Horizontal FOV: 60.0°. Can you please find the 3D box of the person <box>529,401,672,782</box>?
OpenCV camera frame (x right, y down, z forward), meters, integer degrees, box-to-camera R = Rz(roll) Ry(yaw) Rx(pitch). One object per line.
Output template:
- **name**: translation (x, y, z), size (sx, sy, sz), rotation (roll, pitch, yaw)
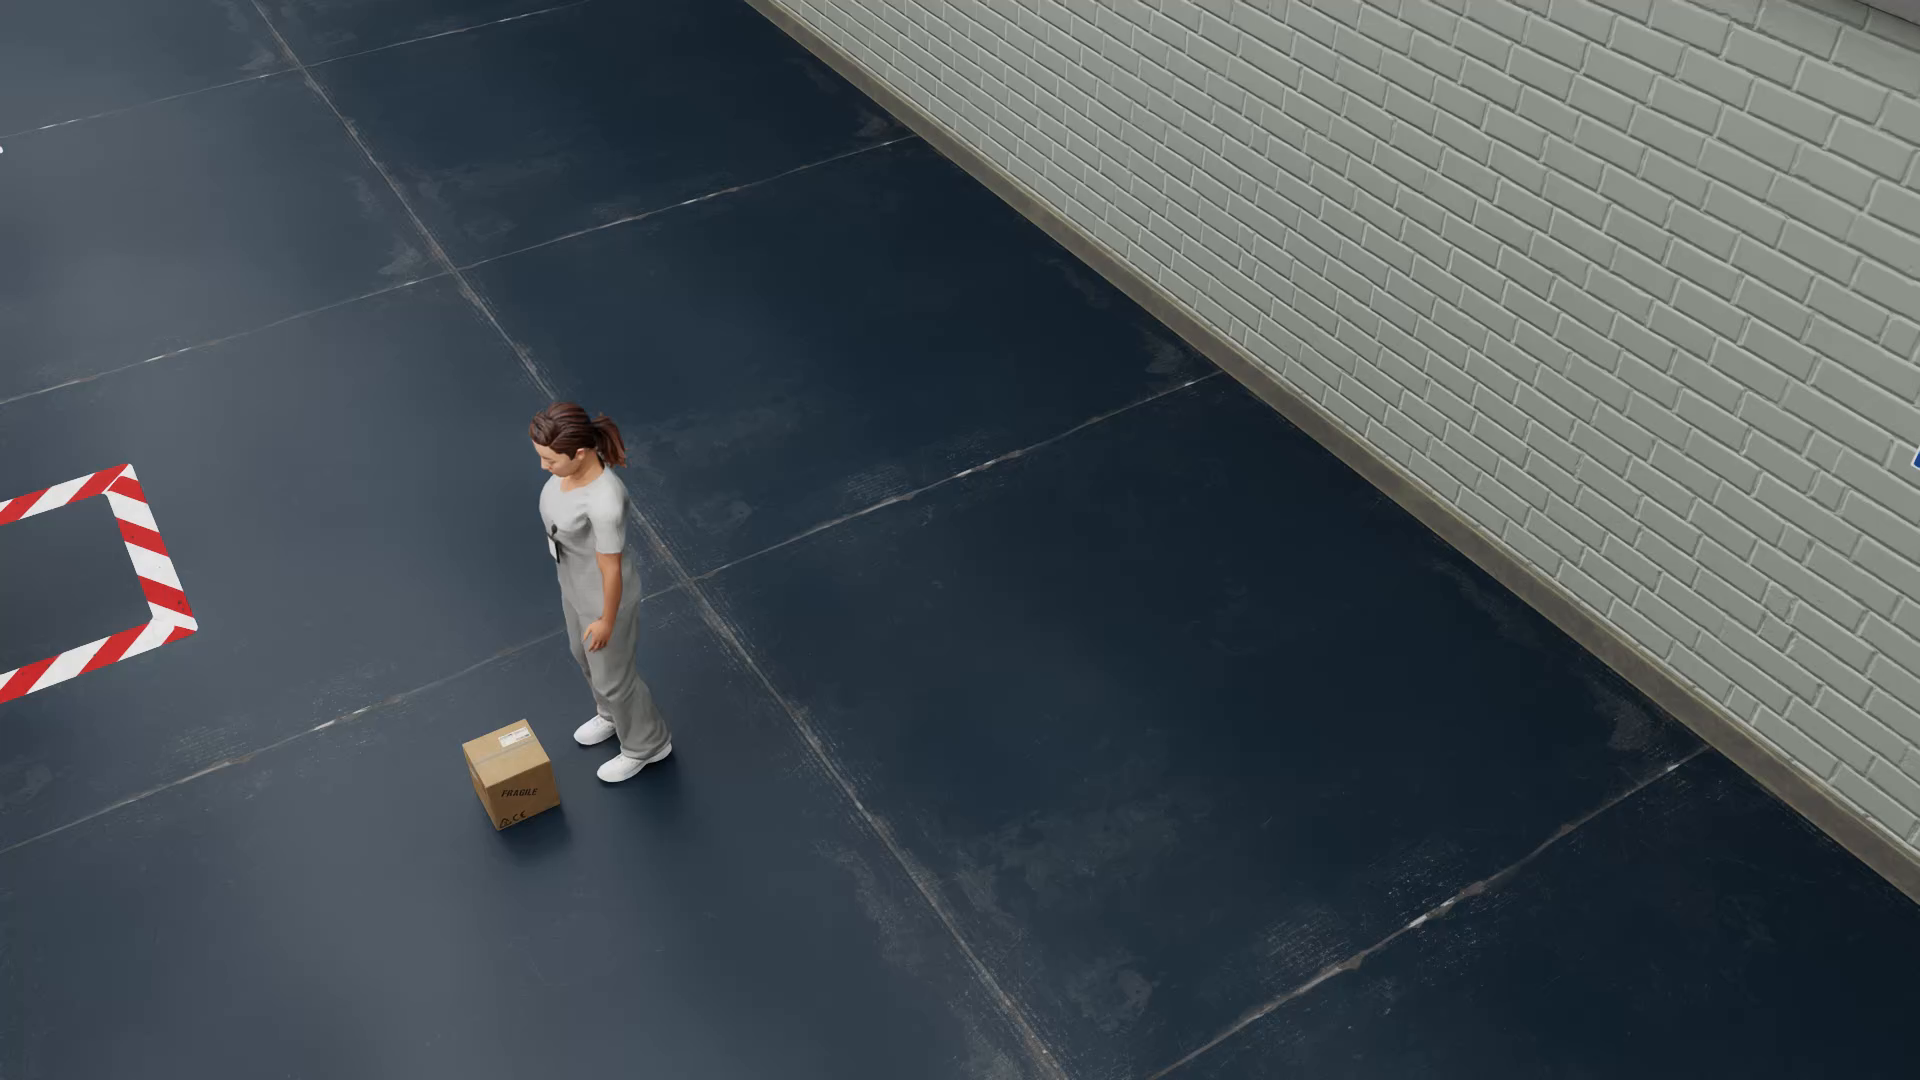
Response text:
- **person**: translation (-1.278, 0.185, 5.953), size (0.362, 1.671, 0.443), rotation (-22, 45, -23)
